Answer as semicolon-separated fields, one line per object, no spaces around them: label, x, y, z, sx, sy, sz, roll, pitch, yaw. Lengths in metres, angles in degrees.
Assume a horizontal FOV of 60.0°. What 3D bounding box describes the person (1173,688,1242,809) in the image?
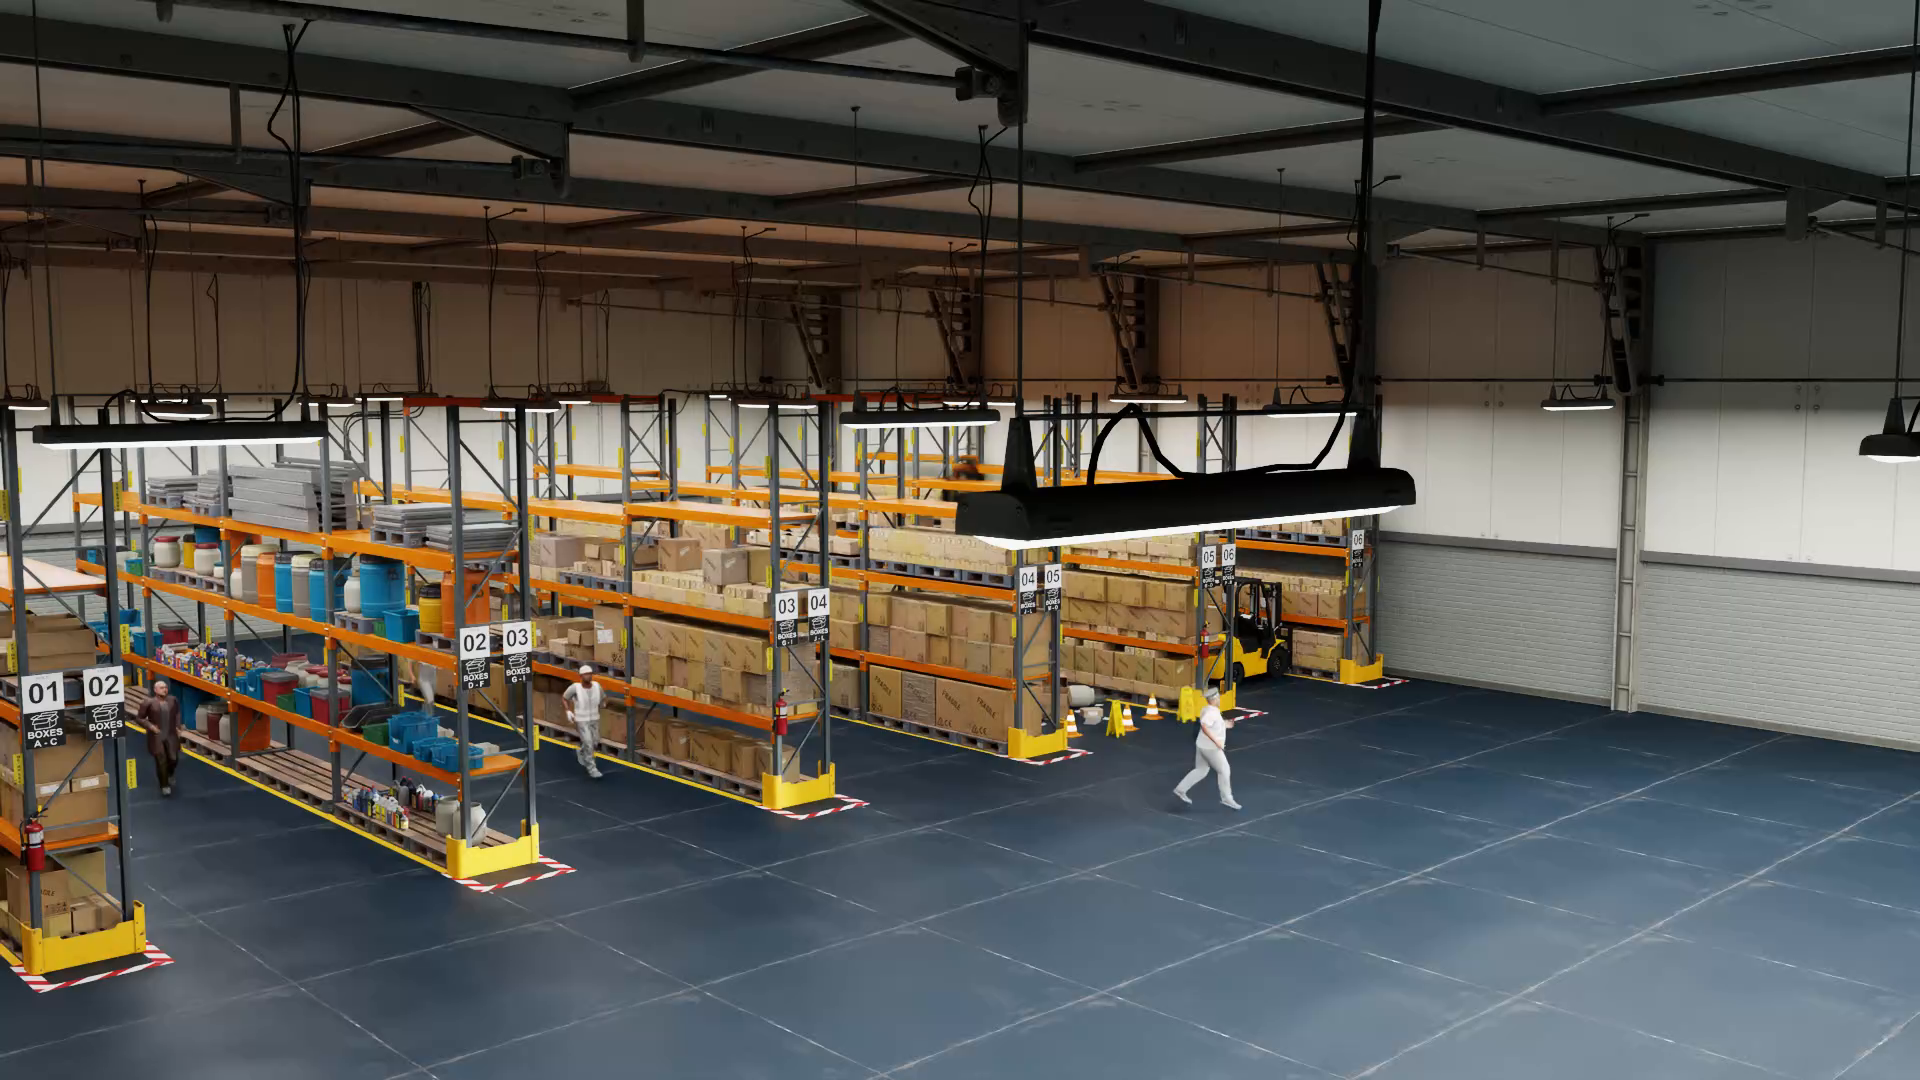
person;3.657;3.070;24.480;0.989;1.804;0.657;-1;6;-11

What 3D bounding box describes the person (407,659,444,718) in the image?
person;-9.568;2.599;29.893;0.821;1.713;0.546;5;7;41

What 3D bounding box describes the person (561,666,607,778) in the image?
person;-5.962;2.872;26.538;0.691;1.764;0.918;-5;7;-40

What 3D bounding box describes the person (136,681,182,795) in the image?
person;-12.161;3.016;25.351;0.691;1.743;0.663;-5;8;-43
